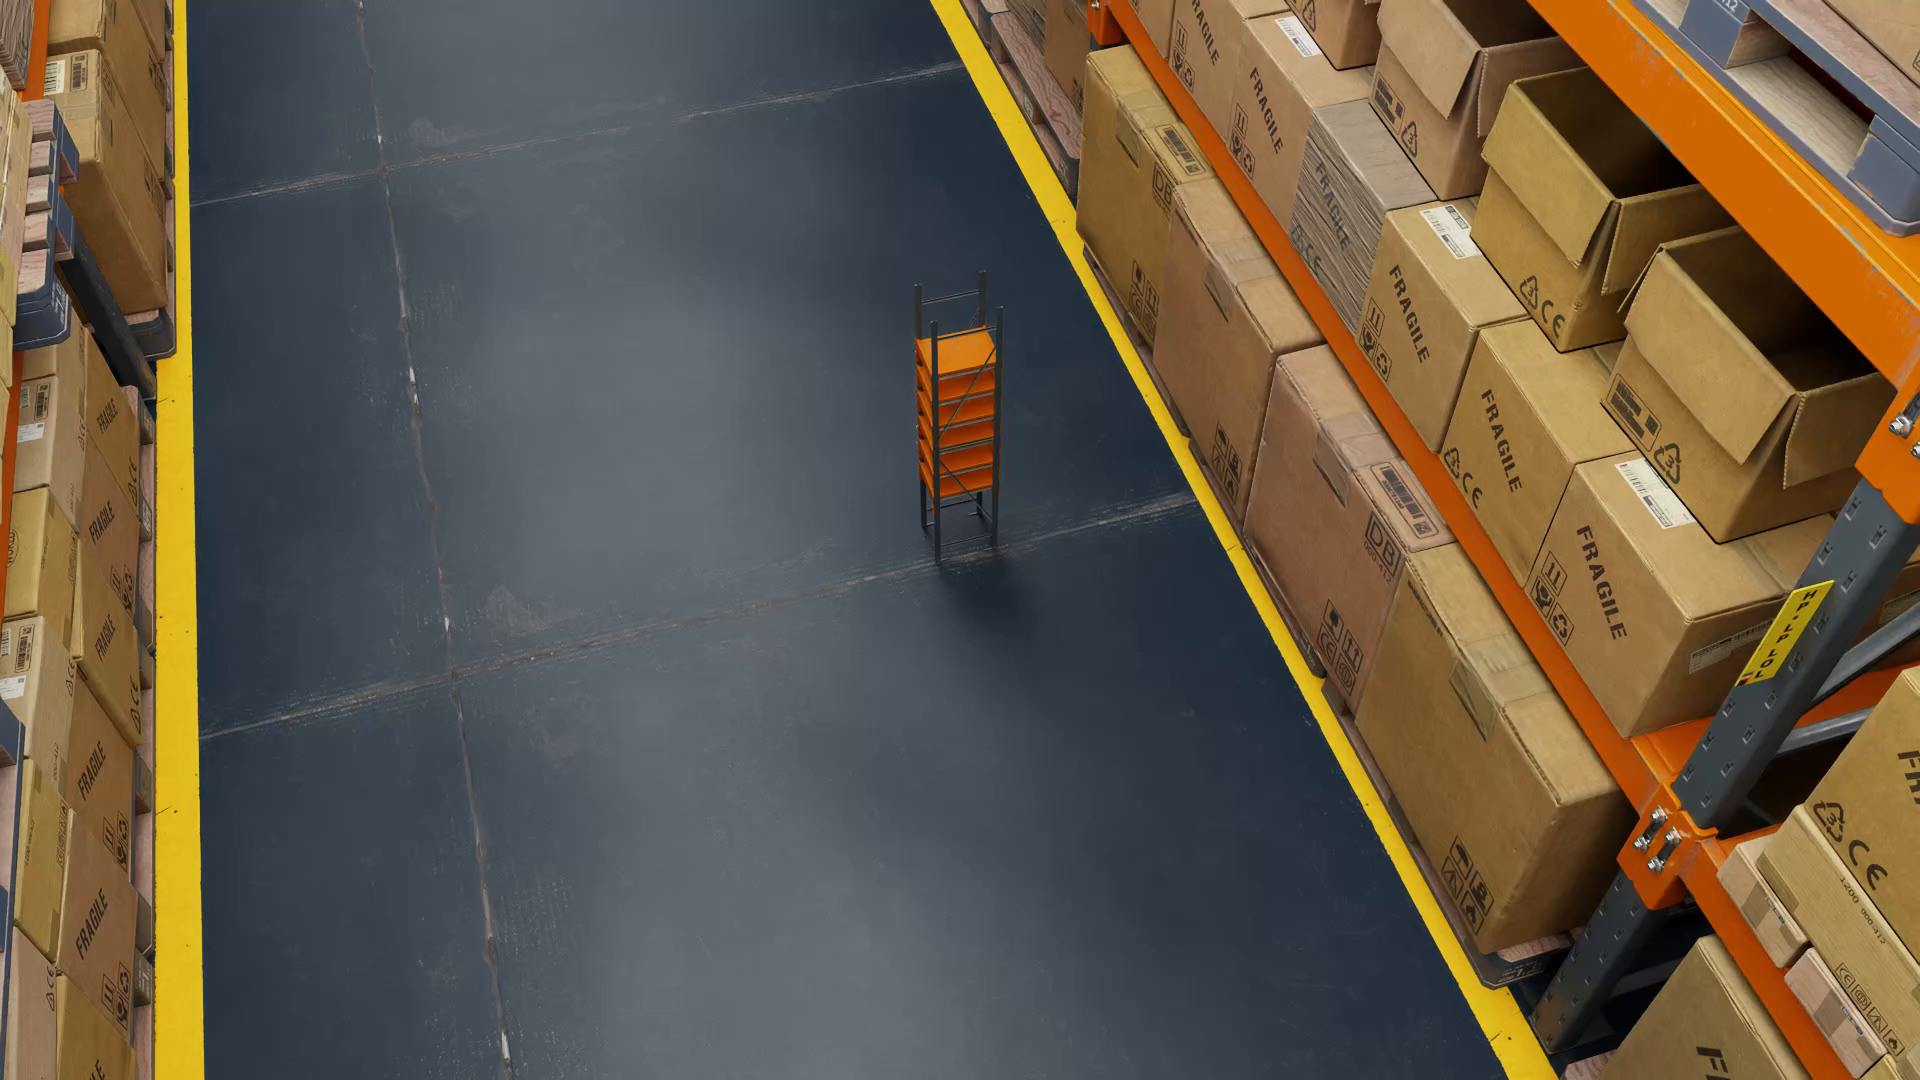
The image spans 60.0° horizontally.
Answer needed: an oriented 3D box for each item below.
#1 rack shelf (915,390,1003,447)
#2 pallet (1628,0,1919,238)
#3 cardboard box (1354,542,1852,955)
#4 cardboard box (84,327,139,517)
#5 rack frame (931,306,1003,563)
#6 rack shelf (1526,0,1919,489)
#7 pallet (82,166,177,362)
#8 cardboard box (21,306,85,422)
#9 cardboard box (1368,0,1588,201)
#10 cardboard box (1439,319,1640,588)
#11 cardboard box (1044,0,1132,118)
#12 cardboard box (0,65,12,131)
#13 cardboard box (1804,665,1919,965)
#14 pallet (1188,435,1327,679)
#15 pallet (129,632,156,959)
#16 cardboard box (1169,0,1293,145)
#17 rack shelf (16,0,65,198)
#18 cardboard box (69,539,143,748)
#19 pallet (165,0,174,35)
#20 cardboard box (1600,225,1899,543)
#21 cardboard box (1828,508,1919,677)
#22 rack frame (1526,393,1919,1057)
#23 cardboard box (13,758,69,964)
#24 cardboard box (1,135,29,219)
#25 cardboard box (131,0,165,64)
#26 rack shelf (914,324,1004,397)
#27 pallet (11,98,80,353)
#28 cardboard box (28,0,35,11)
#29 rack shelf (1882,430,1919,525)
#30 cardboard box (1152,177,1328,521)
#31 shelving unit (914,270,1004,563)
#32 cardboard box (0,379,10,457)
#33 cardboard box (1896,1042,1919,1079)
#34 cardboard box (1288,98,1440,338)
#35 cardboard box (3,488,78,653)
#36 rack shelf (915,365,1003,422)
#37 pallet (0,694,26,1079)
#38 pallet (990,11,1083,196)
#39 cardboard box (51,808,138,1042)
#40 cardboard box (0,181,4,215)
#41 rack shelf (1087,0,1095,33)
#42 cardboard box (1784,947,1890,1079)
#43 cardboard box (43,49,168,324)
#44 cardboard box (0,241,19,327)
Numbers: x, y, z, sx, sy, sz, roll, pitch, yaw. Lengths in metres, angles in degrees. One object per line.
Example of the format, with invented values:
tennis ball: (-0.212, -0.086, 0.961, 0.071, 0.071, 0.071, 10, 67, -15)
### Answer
rack shelf: (-0.004, -0.446, 5.742, 0.258, 0.103, 0.180, -13, 51, -11)
pallet: (1.891, -1.150, 3.421, 0.805, 0.209, 1.217, -15, 52, -12)
cardboard box: (2.001, 0.500, 4.982, 1.225, 0.875, 0.875, -13, 51, -11)
cardboard box: (-3.297, -0.369, 5.959, 0.500, 0.500, 0.500, -14, 51, -11)
rack frame: (0.023, -0.330, 5.744, 0.240, 1.200, 0.006, -13, 51, -11)
rack shelf: (1.618, -1.782, 4.299, 1.077, 0.370, 4.000, -13, 51, -11)
pallet: (-3.903, -1.155, 7.085, 1.003, 0.211, 1.213, -13, 51, -11)
cardboard box: (-3.289, -0.592, 5.657, 0.500, 0.250, 0.500, -14, 51, -12)
cardboard box: (1.622, -1.361, 4.714, 0.797, 0.503, 0.637, -12, 51, -10)
cardboard box: (1.671, -0.262, 4.443, 0.500, 0.500, 0.500, -12, 51, -10)
cardboard box: (0.809, -2.329, 7.599, 0.700, 0.500, 0.500, -16, 52, -13)
cardboard box: (-3.160, -1.353, 5.124, 0.380, 0.149, 0.250, -12, 51, -10)
cardboard box: (2.107, 0.532, 3.253, 0.500, 0.500, 0.500, -13, 51, -11)
pallet: (1.545, -0.127, 6.219, 1.003, 0.211, 1.213, -13, 51, -11)
pallet: (-3.155, 0.899, 5.354, 1.003, 0.211, 1.213, -13, 51, -11)
cardboard box: (1.065, -1.748, 5.696, 0.500, 0.500, 0.500, -15, 51, -12)
rack shelf: (-4.333, -2.689, 7.026, 1.077, 0.370, 4.000, -13, 51, -11)
cardboard box: (-2.975, 0.394, 5.316, 0.500, 0.500, 0.500, -15, 52, -13)
pallet: (-4.624, -2.937, 8.588, 1.003, 0.211, 1.213, -13, 51, -11)
cardboard box: (2.013, -0.407, 3.910, 0.797, 0.503, 0.637, -15, 51, -12)
cardboard box: (2.312, -0.011, 4.232, 0.500, 0.500, 0.500, -13, 51, -11)
rack frame: (2.209, 0.413, 3.940, 1.000, 3.000, 0.127, -13, 51, -11)
cardboard box: (-2.685, 0.902, 4.398, 0.500, 0.250, 0.500, -12, 51, -10)
cardboard box: (-3.085, -1.077, 5.085, 0.380, 0.149, 0.250, -13, 51, -11)
cardboard box: (-4.373, -2.654, 7.722, 1.050, 0.750, 0.750, -13, 51, -11)
rack shelf: (-0.004, -0.601, 5.559, 0.258, 0.103, 0.180, -13, 51, -11)
pallet: (-3.429, -0.902, 5.174, 1.213, 0.211, 1.003, -13, 51, -11)
cardboard box: (-3.769, -2.252, 6.121, 0.500, 0.500, 0.500, -14, 51, -11)
rack shelf: (2.801, 1.139, 1.836, 1.077, 0.370, 4.000, -13, 51, -11)
cardboard box: (1.467, -0.797, 6.075, 1.225, 0.875, 0.875, -13, 51, -11)
shelving unit: (-0.004, -0.397, 5.800, 0.258, 1.200, 0.189, -13, 51, -11)
cardboard box: (-2.782, -0.320, 4.448, 0.380, 0.149, 0.250, -12, 51, -10)
cardboard box: (2.240, 1.133, 3.237, 0.500, 0.250, 0.500, -14, 51, -11)
cardboard box: (1.366, -1.009, 5.073, 0.500, 0.500, 0.500, -13, 51, -11)
cardboard box: (-2.994, 0.150, 5.032, 0.500, 0.250, 0.500, -12, 51, -10)
rack shelf: (-0.004, -0.523, 5.651, 0.258, 0.103, 0.180, -13, 51, -11)
pallet: (-2.646, 0.932, 3.628, 1.003, 0.211, 1.213, -13, 51, -11)
pallet: (0.797, -2.180, 7.950, 1.003, 0.211, 1.213, -13, 51, -11)
cardboard box: (-2.682, 1.146, 4.683, 0.500, 0.500, 0.500, -11, 51, -9)
cardboard box: (-3.000, -0.967, 4.798, 0.380, 0.149, 0.250, -12, 51, -10)
rack shelf: (0.435, -3.737, 7.909, 1.077, 0.370, 4.000, -13, 51, -11)
cardboard box: (2.057, 0.977, 3.628, 0.380, 0.149, 0.250, -15, 51, -12)
cardboard box: (-3.836, -1.336, 6.611, 1.050, 0.750, 0.750, -14, 51, -11)
cardboard box: (-2.938, -0.706, 4.773, 0.380, 0.149, 0.250, -14, 51, -11)
